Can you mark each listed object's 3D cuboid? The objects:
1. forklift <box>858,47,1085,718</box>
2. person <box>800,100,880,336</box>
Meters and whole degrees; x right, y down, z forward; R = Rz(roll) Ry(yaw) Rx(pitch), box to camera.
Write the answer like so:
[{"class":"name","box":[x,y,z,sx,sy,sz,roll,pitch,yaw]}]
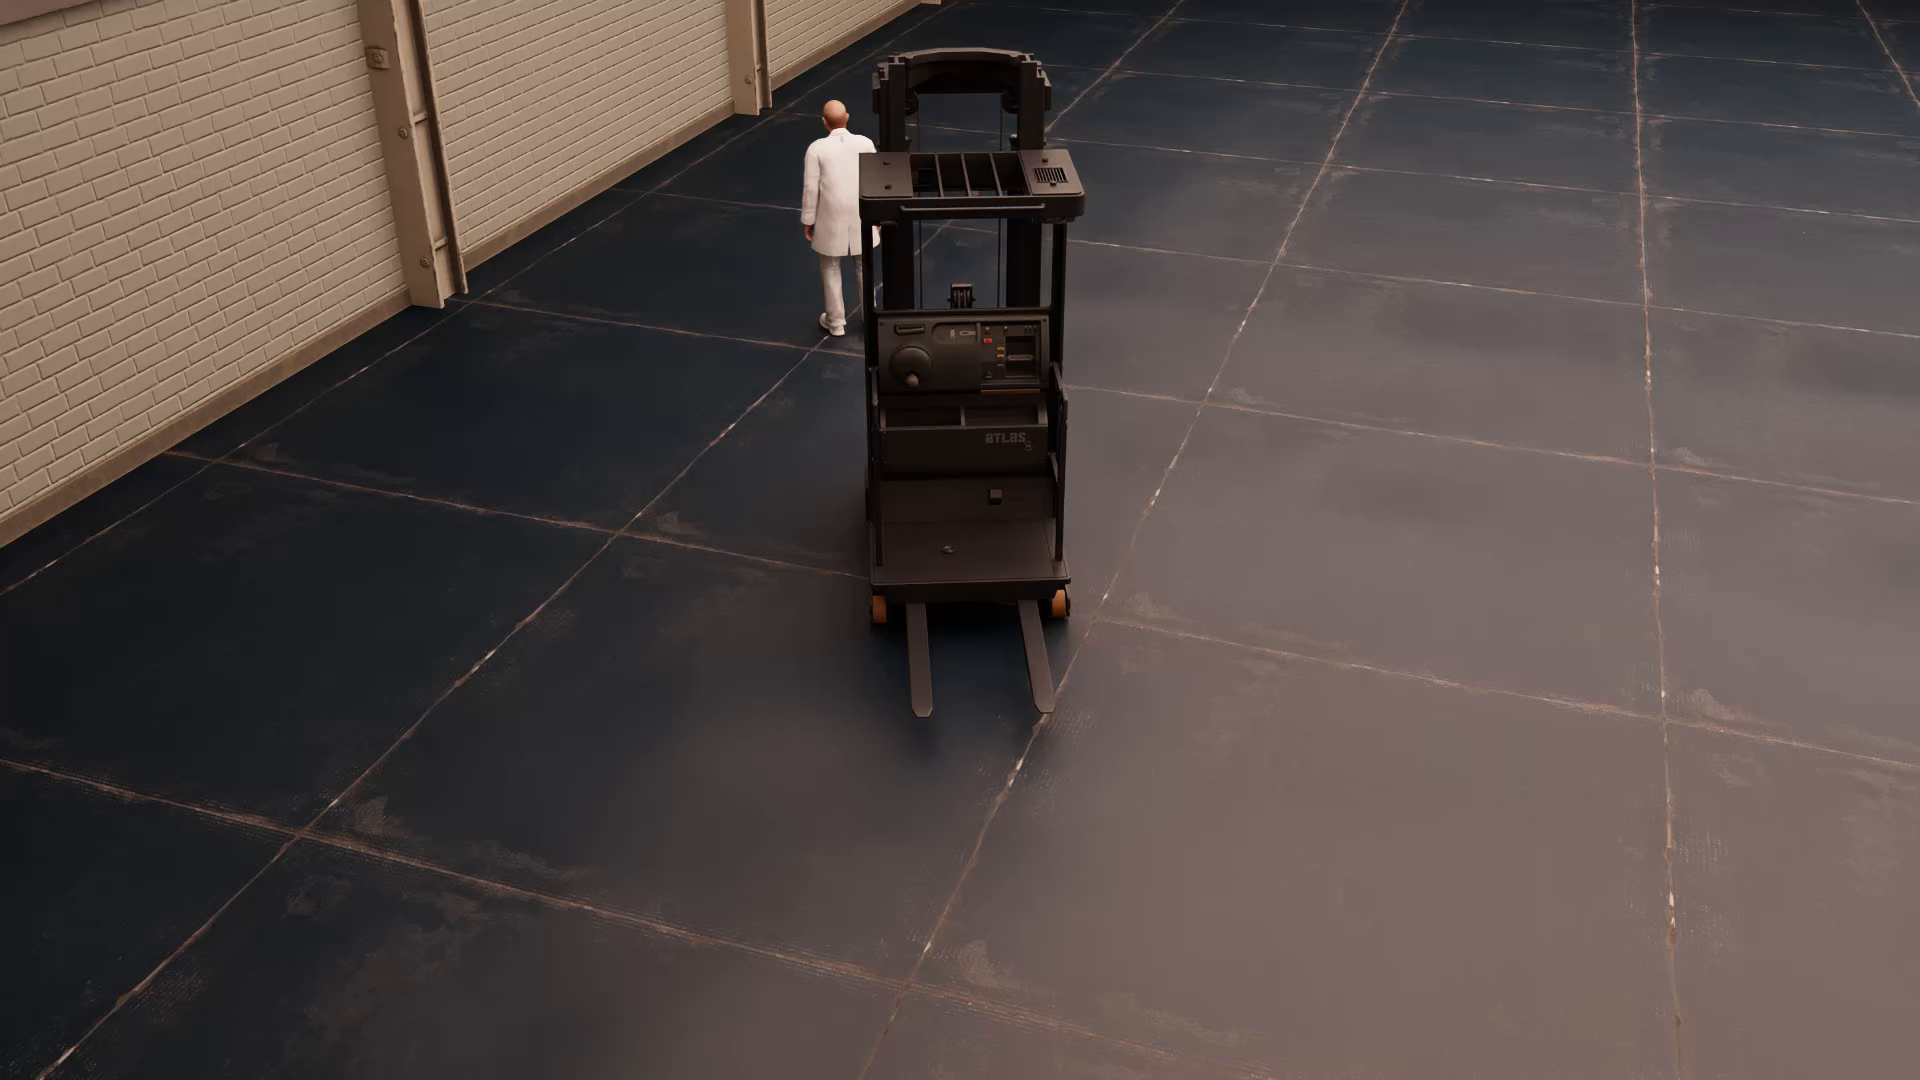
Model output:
[{"class":"forklift","box":[0.035,-0.972,8.842,1.130,2.935,3.031,-2,30,-3]},{"class":"person","box":[-0.886,-2.424,12.558,0.650,1.773,0.436,-8,31,-14]}]
